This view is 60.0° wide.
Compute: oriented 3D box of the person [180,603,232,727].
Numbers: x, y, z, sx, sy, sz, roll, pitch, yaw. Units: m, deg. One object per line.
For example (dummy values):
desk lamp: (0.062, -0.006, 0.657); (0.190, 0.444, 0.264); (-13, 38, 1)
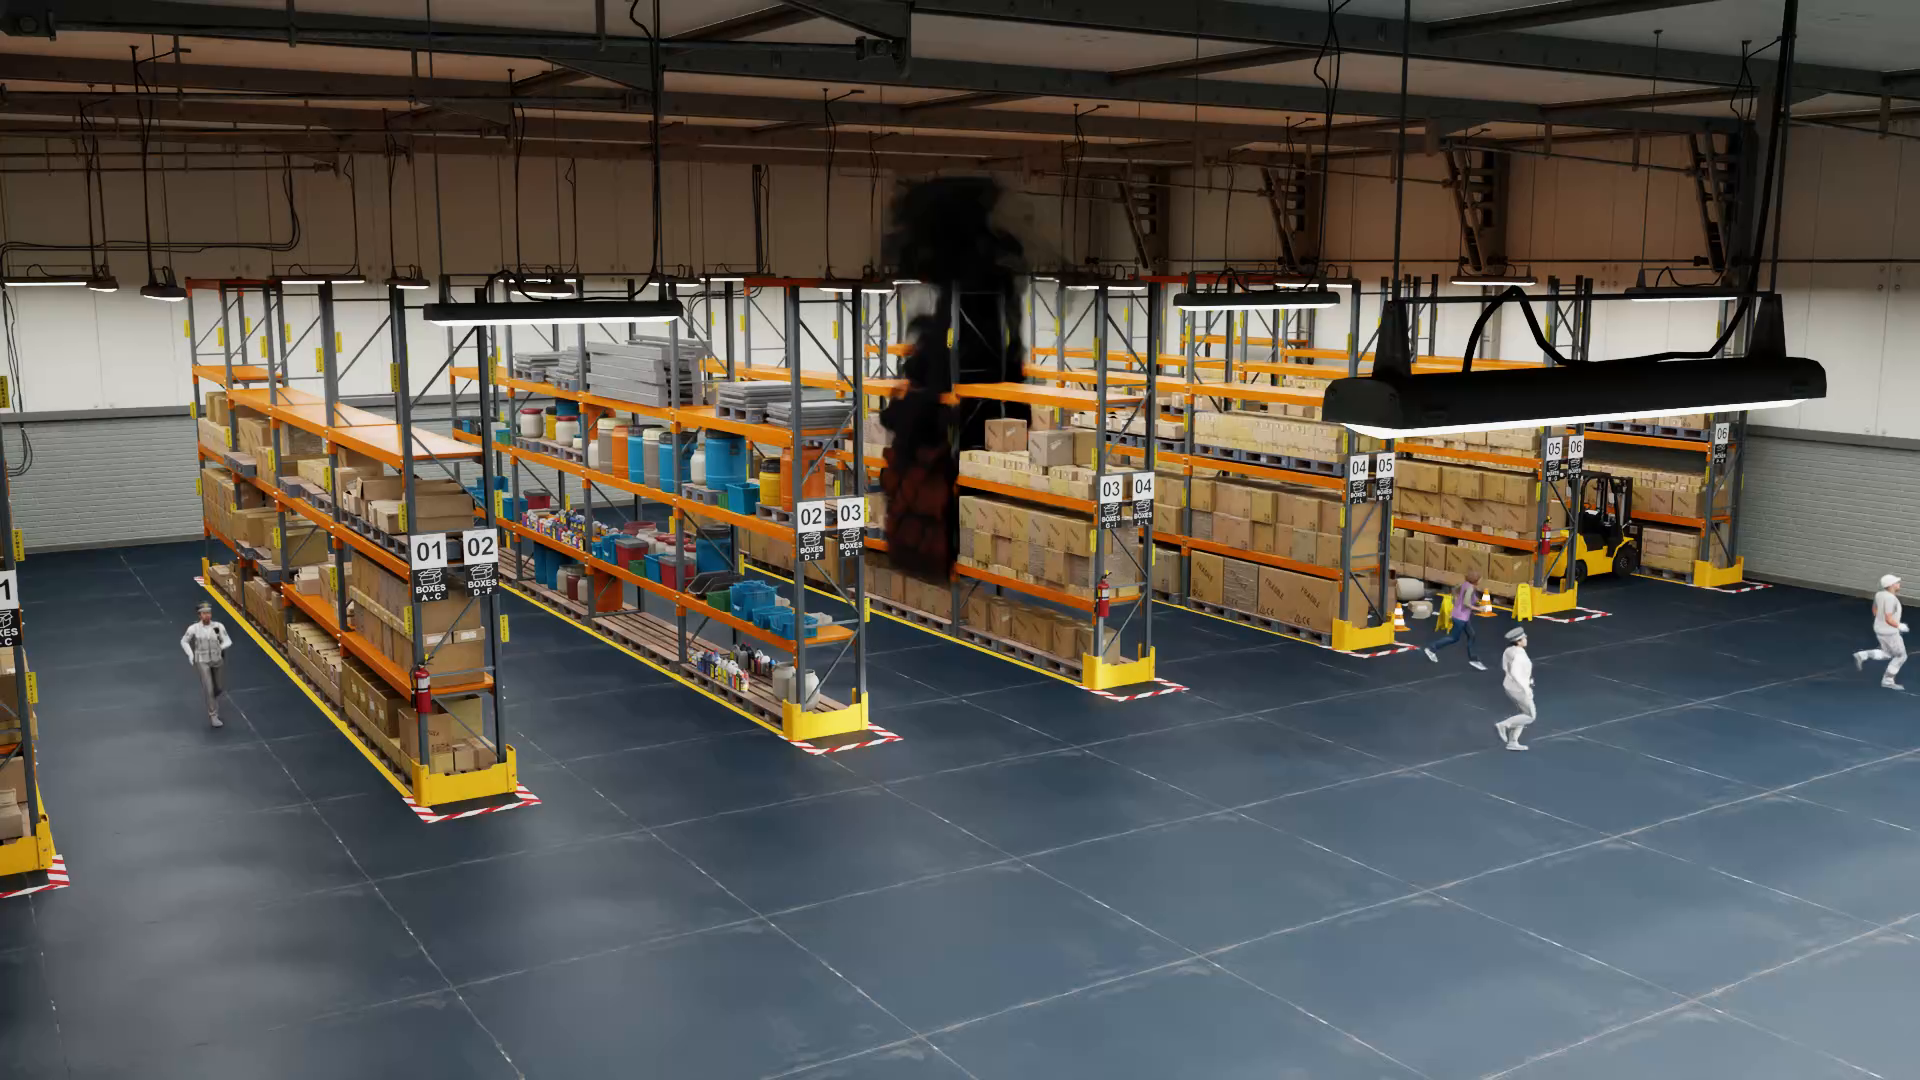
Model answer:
person: (-10.372, 1.677, 22.953); (0.624, 1.669, 0.874); (-7, 12, -36)

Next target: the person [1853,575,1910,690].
person: (13.772, 1.364, 24.814); (0.671, 1.726, 0.669); (2, 10, 9)

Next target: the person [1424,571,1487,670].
person: (7.769, 1.240, 25.986); (0.952, 1.569, 0.578); (1, 10, 8)

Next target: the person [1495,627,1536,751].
person: (7.223, 1.935, 21.614); (0.544, 1.644, 0.631); (0, 10, -1)
